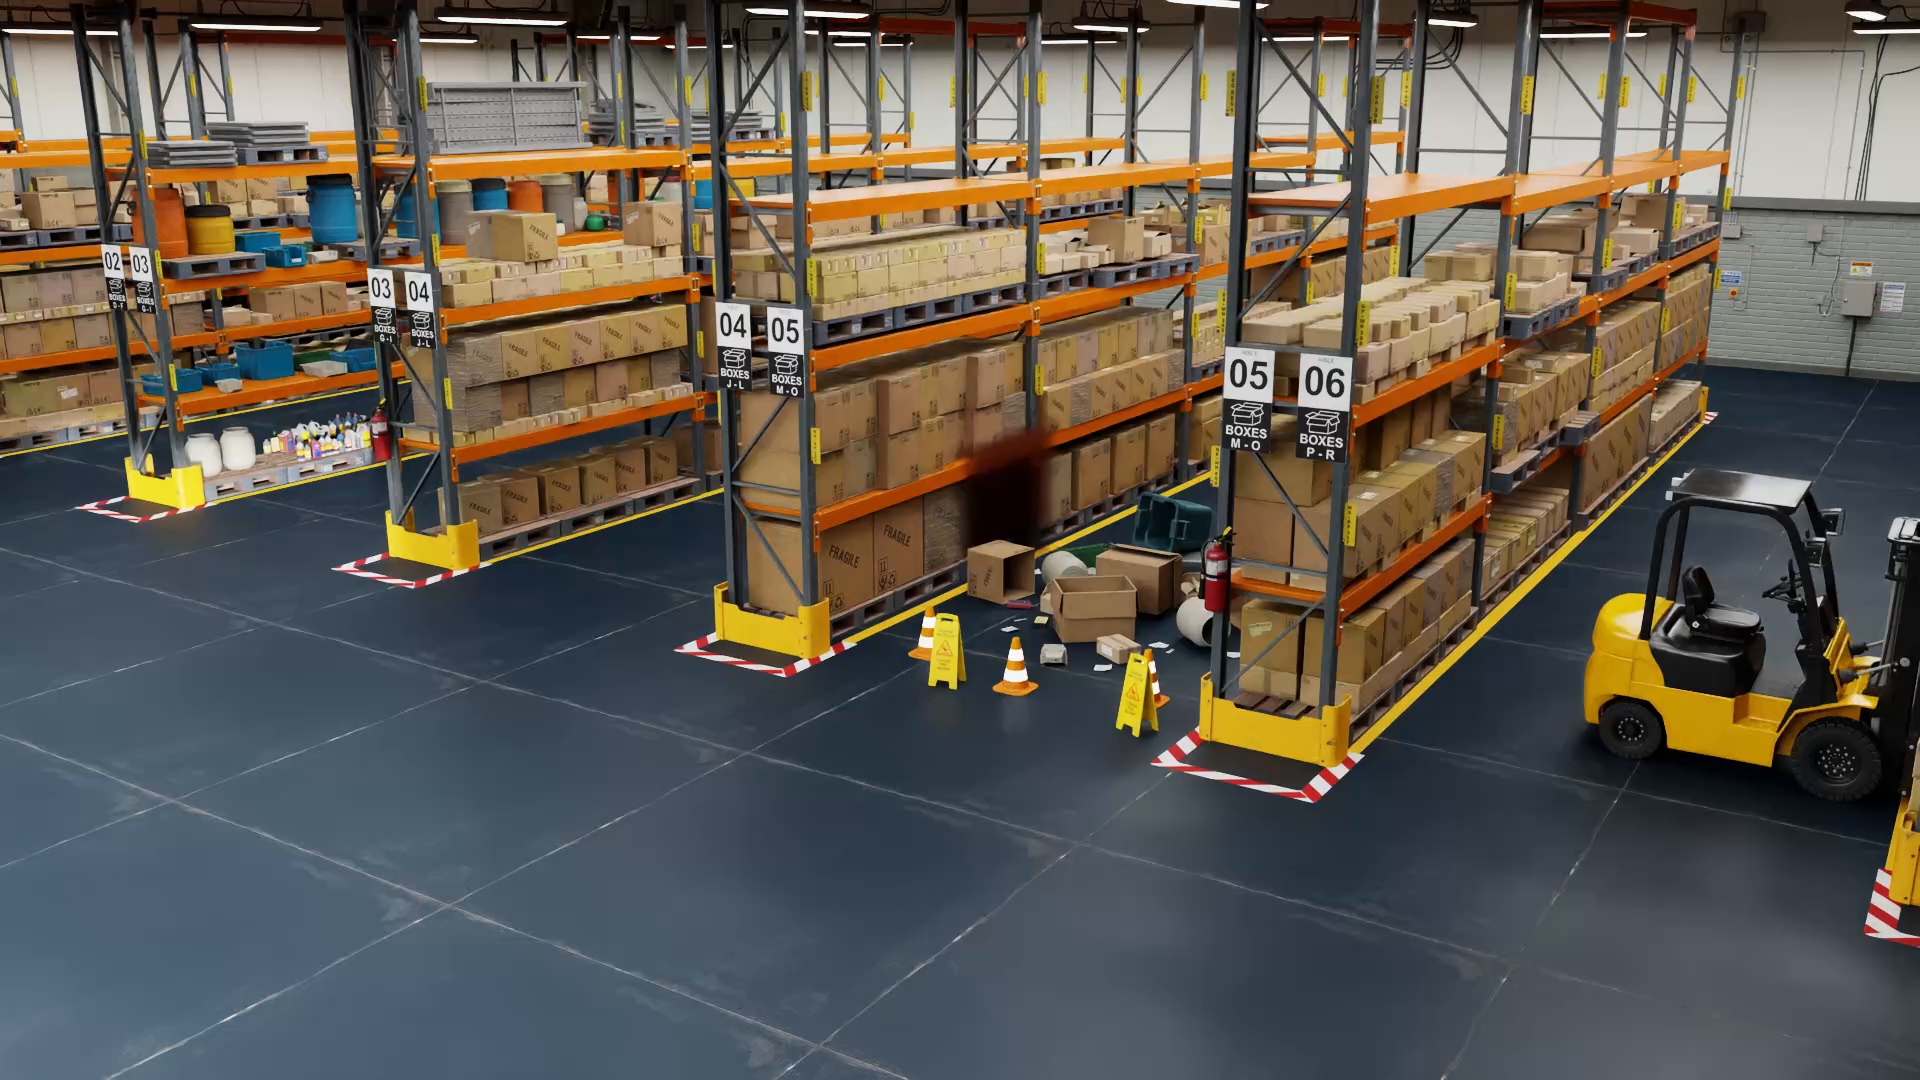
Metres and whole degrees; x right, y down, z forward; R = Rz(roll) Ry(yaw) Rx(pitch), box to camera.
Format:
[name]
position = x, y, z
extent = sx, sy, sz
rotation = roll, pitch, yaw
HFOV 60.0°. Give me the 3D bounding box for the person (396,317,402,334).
[person]
position = -11.077, -4.513, 32.243
extent = 0.468, 1.724, 0.567
rotation = -8, 18, -28
